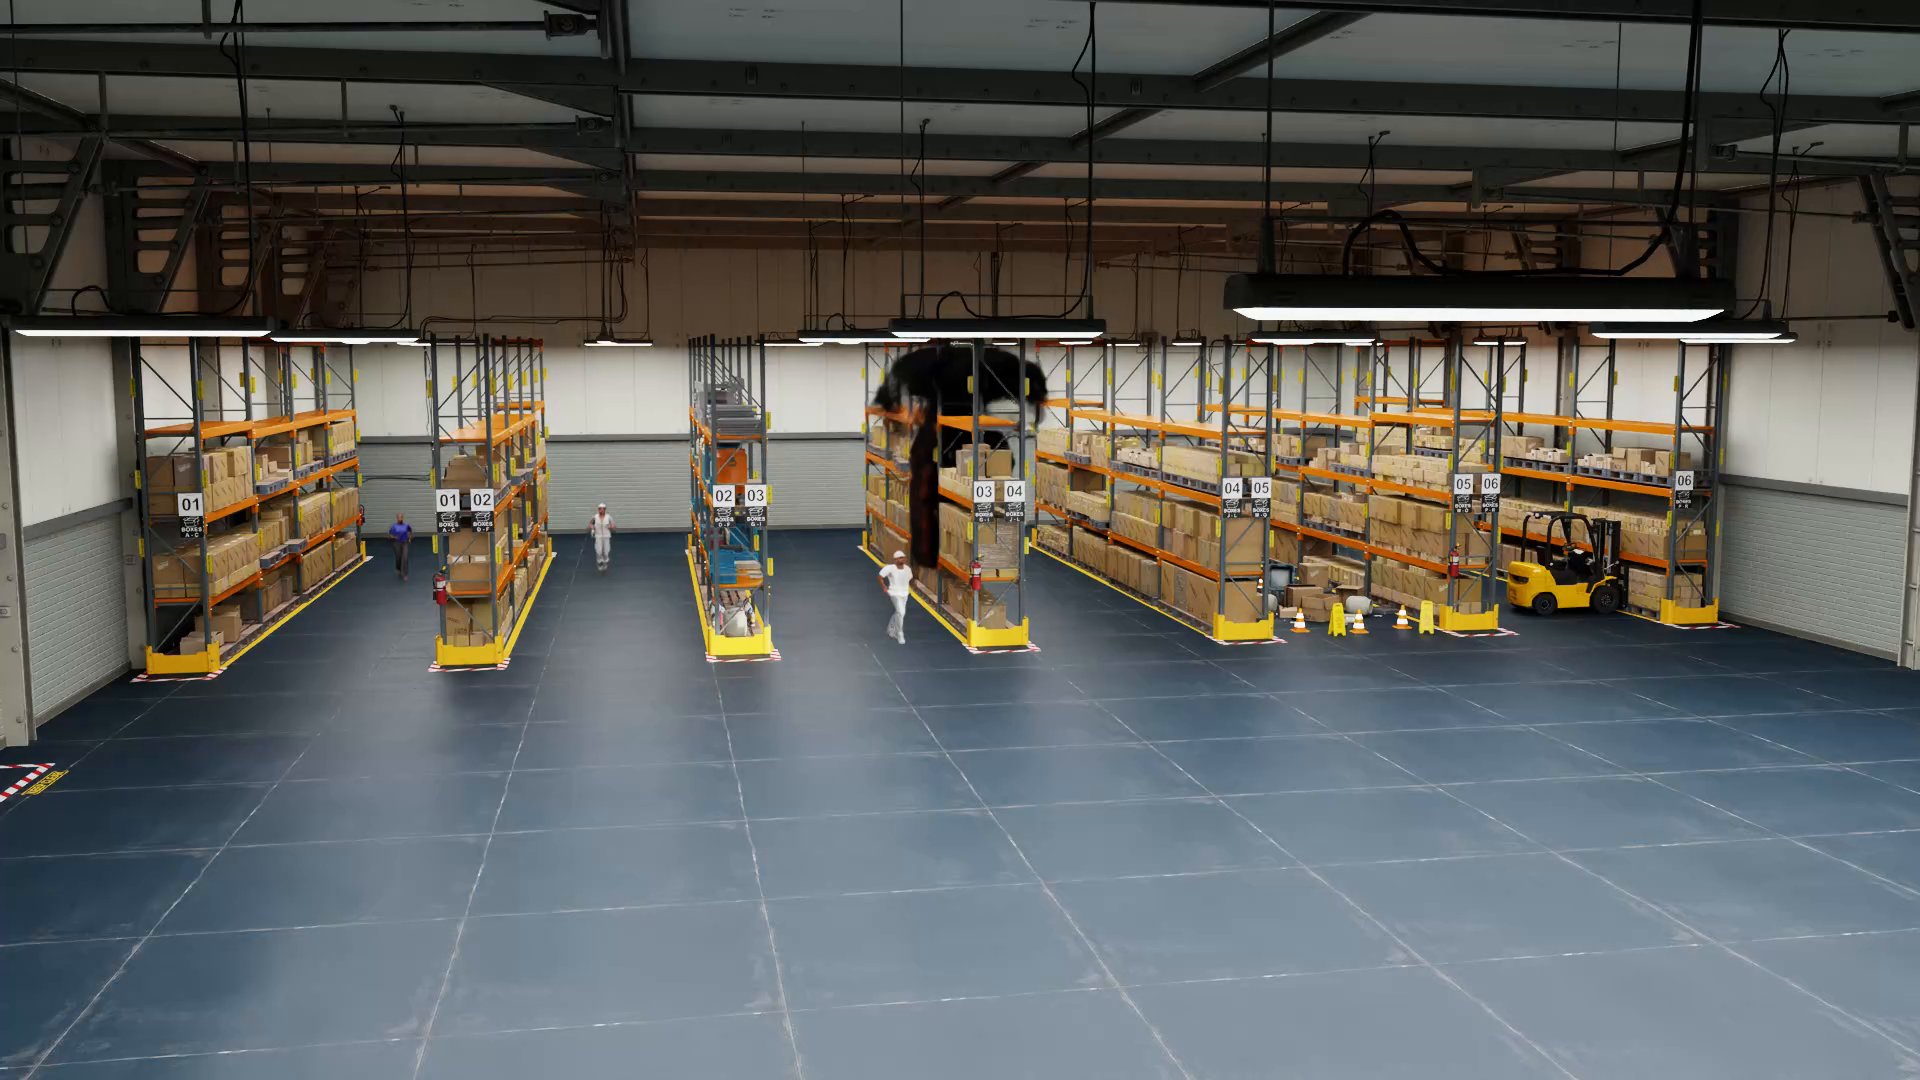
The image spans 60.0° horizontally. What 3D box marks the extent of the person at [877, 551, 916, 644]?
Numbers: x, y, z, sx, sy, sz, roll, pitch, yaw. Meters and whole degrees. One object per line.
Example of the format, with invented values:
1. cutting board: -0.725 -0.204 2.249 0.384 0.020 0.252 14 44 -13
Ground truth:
1. person: -1.203 1.032 32.624 0.674 1.658 0.784 -6 9 -41

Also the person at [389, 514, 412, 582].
1. person: -13.861 0.167 41.258 0.579 1.658 0.922 -3 7 -23

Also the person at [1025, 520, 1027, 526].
1. person: 1.540 -0.180 44.897 0.538 1.555 0.537 -1 7 -7

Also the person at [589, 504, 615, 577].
1. person: -9.082 -0.003 42.251 0.631 1.844 0.735 -2 7 -15
